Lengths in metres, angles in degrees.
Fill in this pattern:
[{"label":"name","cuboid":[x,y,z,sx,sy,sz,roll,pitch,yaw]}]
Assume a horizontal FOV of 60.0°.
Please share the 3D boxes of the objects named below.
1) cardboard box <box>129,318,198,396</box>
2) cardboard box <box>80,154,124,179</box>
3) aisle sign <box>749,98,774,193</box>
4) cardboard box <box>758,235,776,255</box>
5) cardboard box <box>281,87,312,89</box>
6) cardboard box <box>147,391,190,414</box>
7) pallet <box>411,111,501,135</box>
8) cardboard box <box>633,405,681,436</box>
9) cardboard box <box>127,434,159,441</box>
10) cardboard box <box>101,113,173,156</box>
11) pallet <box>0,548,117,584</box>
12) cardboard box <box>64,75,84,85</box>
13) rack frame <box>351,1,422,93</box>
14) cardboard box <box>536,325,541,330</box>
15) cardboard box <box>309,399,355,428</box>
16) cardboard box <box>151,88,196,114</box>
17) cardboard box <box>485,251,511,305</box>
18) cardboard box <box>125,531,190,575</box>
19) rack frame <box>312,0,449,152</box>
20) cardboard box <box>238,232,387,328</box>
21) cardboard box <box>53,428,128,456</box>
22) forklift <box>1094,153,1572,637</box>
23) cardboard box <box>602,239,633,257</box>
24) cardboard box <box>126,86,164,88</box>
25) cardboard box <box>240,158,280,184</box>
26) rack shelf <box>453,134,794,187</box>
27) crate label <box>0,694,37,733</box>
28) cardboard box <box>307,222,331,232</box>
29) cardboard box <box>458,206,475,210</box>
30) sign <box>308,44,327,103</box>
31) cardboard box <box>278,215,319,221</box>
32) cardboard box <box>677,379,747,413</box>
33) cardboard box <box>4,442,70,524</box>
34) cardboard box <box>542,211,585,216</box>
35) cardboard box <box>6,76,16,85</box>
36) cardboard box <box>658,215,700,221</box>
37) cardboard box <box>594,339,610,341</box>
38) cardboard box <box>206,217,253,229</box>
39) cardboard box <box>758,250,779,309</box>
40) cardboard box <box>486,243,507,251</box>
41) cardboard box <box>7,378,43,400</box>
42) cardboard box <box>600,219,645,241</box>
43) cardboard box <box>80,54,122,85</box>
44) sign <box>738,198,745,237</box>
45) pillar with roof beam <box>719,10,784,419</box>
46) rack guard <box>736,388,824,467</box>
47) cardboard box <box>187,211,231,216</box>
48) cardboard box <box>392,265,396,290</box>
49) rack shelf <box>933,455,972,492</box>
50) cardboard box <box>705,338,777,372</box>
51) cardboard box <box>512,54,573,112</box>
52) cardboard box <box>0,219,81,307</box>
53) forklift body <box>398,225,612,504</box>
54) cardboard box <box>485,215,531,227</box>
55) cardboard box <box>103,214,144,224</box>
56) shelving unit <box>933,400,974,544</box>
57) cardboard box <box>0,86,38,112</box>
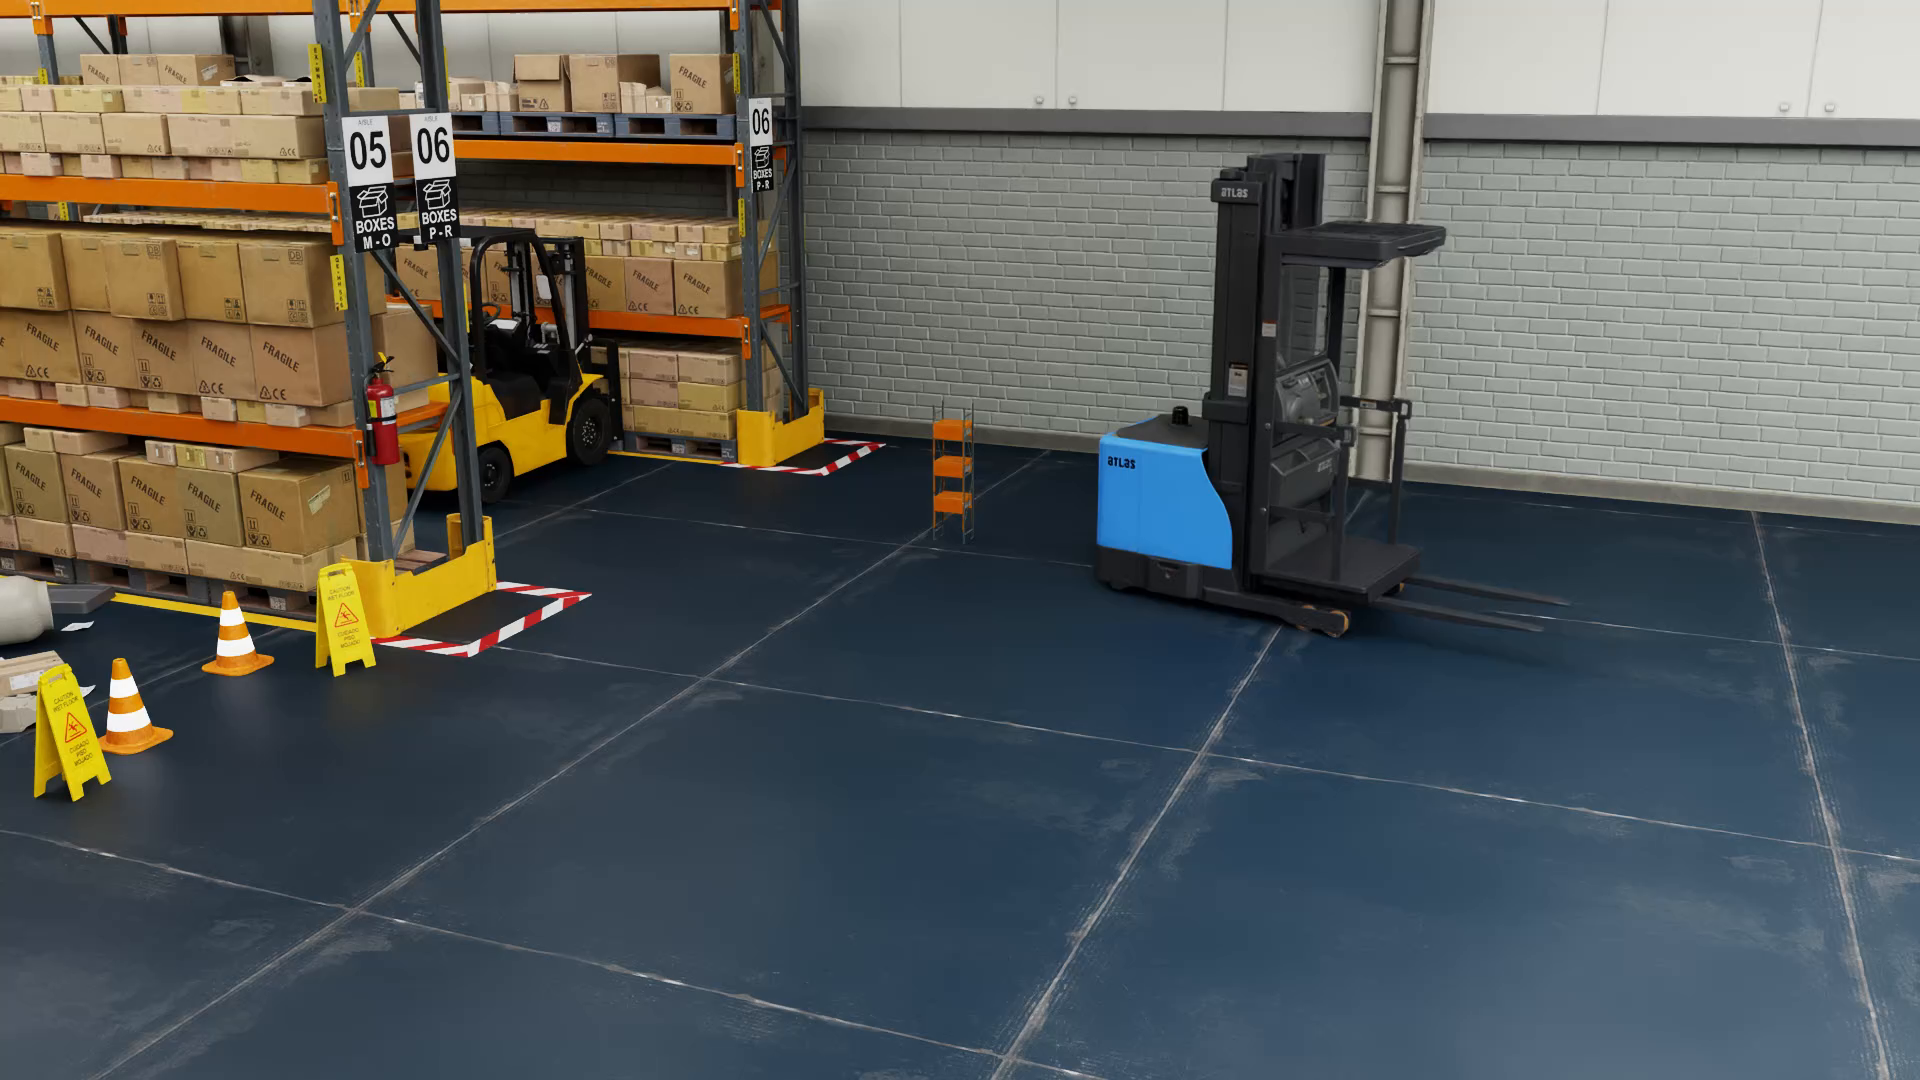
[{"label":"cardboard box","cuboid":[-5.028,-1.253,10.896,0.500,0.500,0.500,6,17,20]},{"label":"cardboard box","cuboid":[-5.373,-2.403,10.641,0.250,0.149,0.380,6,17,20]},{"label":"aisle sign","cuboid":[-1.722,-3.427,14.435,0.004,0.787,0.394,6,17,21]},{"label":"cardboard box","cuboid":[-1.896,-2.723,15.329,0.250,0.149,0.380,6,17,19]},{"label":"cardboard box","cuboid":[-4.200,-2.829,10.678,0.250,0.149,0.380,6,17,21]},{"label":"cardboard box","cuboid":[-5.135,-0.948,11.011,0.250,0.149,0.380,6,17,20]},{"label":"pallet","cuboid":[-4.594,-3.988,15.809,1.213,0.211,1.003,6,17,21]},{"label":"cardboard box","cuboid":[-2.688,-1.162,15.474,0.500,0.250,0.500,6,17,21]},{"label":"cardboard box","cuboid":[-5.617,-0.530,11.951,0.500,0.500,0.500,7,18,24]},{"label":"cardboard box","cuboid":[-5.020,-2.571,10.504,0.500,0.250,0.500,7,18,22]},{"label":"pallet","cuboid":[-6.577,0.016,12.240,1.213,0.211,1.003,6,17,21]},{"label":"cardboard box","cuboid":[-9.359,-4.892,17.784,0.250,0.149,0.380,6,17,19]},{"label":"rack frame","cuboid":[-5.397,-5.551,15.656,0.127,3.000,1.000,6,17,21]},{"label":"cardboard box","cuboid":[-4.391,-1.984,16.512,0.500,0.250,0.500,6,17,20]},{"label":"cardboard box","cuboid":[-3.920,-0.836,10.622,0.250,0.149,0.380,7,18,22]},{"label":"cardboard box","cuboid":[-4.828,-2.758,10.435,0.250,0.149,0.380,6,17,21]},{"label":"cardboard box","cuboid":[-4.118,-2.505,15.742,0.500,0.500,0.500,6,17,20]},{"label":"cardboard box","cuboid":[-5.312,0.025,11.385,0.500,0.250,0.500,6,17,19]},{"label":"rack frame","cuboid":[-3.494,-3.855,9.810,0.127,3.000,1.000,6,17,21]},{"label":"cardboard box","cuboid":[-4.049,-1.640,10.437,0.500,0.500,0.700,6,17,19]},{"label":"cardboard box","cuboid":[-5.940,-0.698,11.368,0.250,0.149,0.380,7,18,24]},{"label":"forklift","cuboid":[2.433,-0.961,10.726,3.031,2.935,1.130,11,19,33]},{"label":"cardboard box","cuboid":[-3.061,-2.688,15.209,0.250,0.149,0.380,6,17,19]},{"label":"cardboard box","cuboid":[-5.362,-2.976,11.184,0.250,0.149,0.380,7,17,21]},{"label":"cardboard box","cuboid":[-4.172,-2.274,10.198,0.250,0.149,0.380,6,17,21]},{"label":"rack shelf","cuboid":[-3.536,-3.561,15.469,4.000,0.370,1.077,6,17,21]},{"label":"crate label","cuboid":[-5.212,0.950,9.155,0.298,0.136,0.250,-2,16,-8]},{"label":"cardboard box","cuboid":[-6.251,-3.068,16.518,0.250,0.149,0.380,6,17,21]},{"label":"cardboard box","cuboid":[-4.989,-3.219,16.504,0.250,0.149,0.380,6,17,21]},{"label":"sign","cuboid":[-3.716,-2.697,9.616,0.005,0.325,0.100,6,17,21]},{"label":"cardboard box","cuboid":[-6.812,-3.266,17.200,0.250,0.149,0.380,6,17,20]},{"label":"cardboard box","cuboid":[-2.243,-1.351,15.230,0.500,0.250,0.500,6,17,20]},{"label":"cardboard box","cuboid":[-6.262,-0.442,11.649,0.500,0.500,0.500,7,18,23]},{"label":"cardboard box","cuboid":[-3.809,-3.079,16.023,0.250,0.149,0.380,6,17,20]},{"label":"cardboard box","cuboid":[-9.752,-4.795,17.451,0.250,0.149,0.380,6,17,19]},{"label":"cardboard box","cuboid":[-2.616,-2.941,15.549,0.250,0.149,0.380,6,17,21]},{"label":"cardboard box","cuboid":[-3.637,-1.742,15.680,0.500,0.250,0.500,6,17,20]},{"label":"cardboard box","cuboid":[-7.447,-3.199,16.971,0.250,0.149,0.380,6,17,21]},{"label":"cardboard box","cuboid":[-2.035,-2.432,15.491,0.500,0.500,0.500,7,18,22]},{"label":"cardboard box","cuboid":[-4.257,-2.812,15.637,0.250,0.149,0.380,6,17,20]},{"label":"cardboard box","cuboid":[-6.310,-1.081,11.466,0.250,0.149,0.380,7,18,22]},{"label":"cardboard box","cuboid":[-3.068,-2.825,15.149,0.250,0.149,0.380,7,18,22]},{"label":"cardboard box","cuboid":[-8.533,-4.681,16.924,0.500,0.500,0.500,6,17,21]},{"label":"sign","cuboid":[-1.888,-2.792,14.408,0.005,0.325,0.100,6,17,21]},{"label":"pillar with roof beam","cuboid":[-3.572,-4.331,11.451,0.400,9.000,9.100,6,17,21]},{"label":"rack guard","cuboid":[-1.653,-1.058,15.423,0.348,0.500,1.175,6,17,21]},{"label":"cardboard box","cuboid":[-7.984,-3.411,17.701,0.250,0.149,0.380,6,17,20]},{"label":"cardboard box","cuboid":[-5.962,-2.582,16.457,0.500,0.250,0.500,7,17,22]},{"label":"rack shelf","cuboid":[-0.050,-0.499,12.549,0.240,0.259,0.215,6,17,21]},{"label":"cardboard box","cuboid":[-2.053,-1.721,15.606,0.500,0.250,0.500,6,17,20]},{"label":"cardboard box","cuboid":[-3.623,-4.184,15.206,0.637,0.503,0.797,7,18,22]},{"label":"cardboard box","cuboid":[-6.418,-1.895,11.313,0.500,0.500,0.700,6,17,21]},{"label":"forklift body","cuboid":[-4.109,-1.574,14.239,1.214,2.155,2.313,6,17,21]},{"label":"cardboard box","cuboid":[-4.239,-2.964,15.626,0.250,0.149,0.380,6,17,20]},{"label":"cardboard box","cuboid":[-8.681,-3.303,17.329,0.250,0.149,0.380,7,17,22]},{"label":"shelving unit","cuboid":[-0.050,-0.510,12.546,0.252,1.050,0.215,6,17,21]},{"label":"cardboard box","cuboid":[-6.062,-2.874,10.834,0.250,0.149,0.380,6,17,19]}]
